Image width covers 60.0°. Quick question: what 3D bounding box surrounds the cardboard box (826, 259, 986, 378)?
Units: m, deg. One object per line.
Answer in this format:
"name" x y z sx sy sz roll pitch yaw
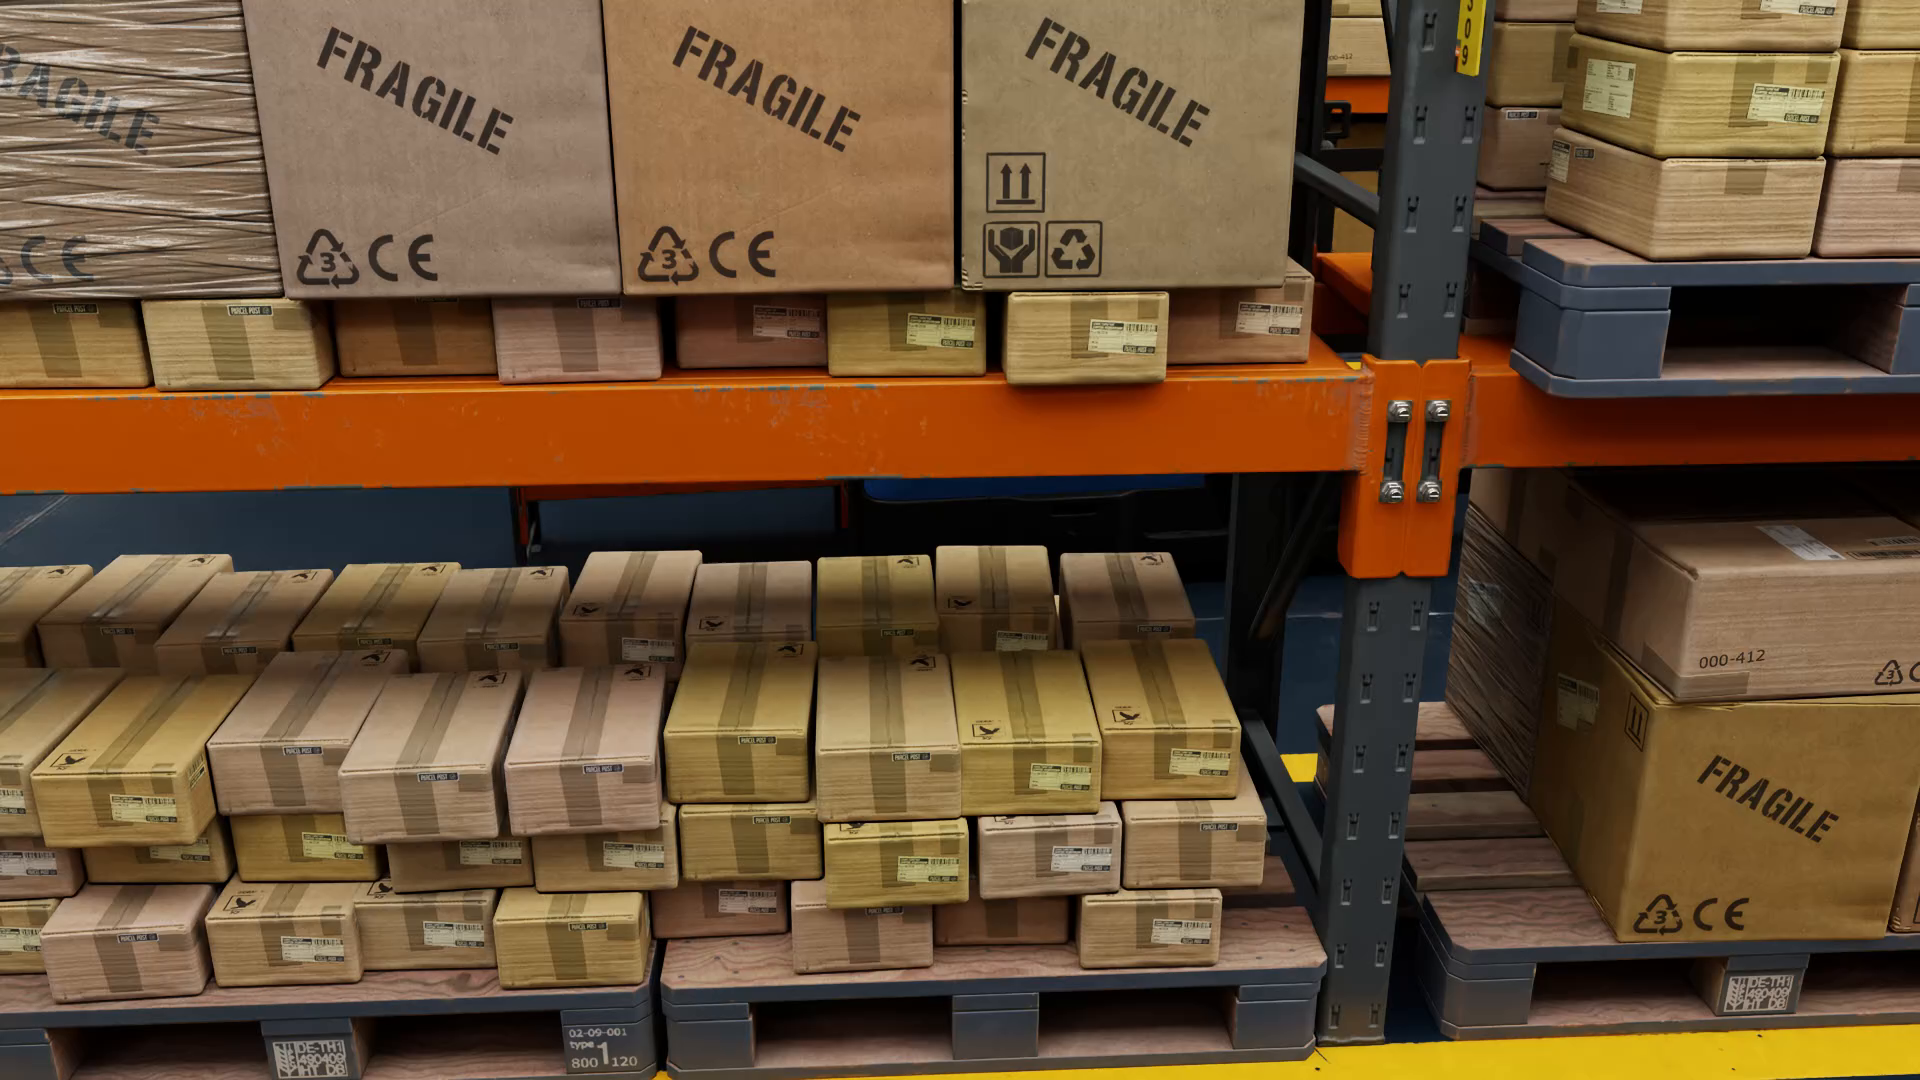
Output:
"cardboard box" -0.087 -0.394 2.793 0.250 0.149 0.380 0 21 -1

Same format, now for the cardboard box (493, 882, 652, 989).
"cardboard box" -0.699 0.658 3.094 0.250 0.149 0.380 -1 21 -3

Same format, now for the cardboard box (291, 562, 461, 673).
"cardboard box" -1.211 0.186 3.498 0.250 0.149 0.380 -1 21 -3

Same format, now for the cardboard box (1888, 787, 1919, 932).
"cardboard box" 1.987 0.411 3.248 0.500 0.500 0.500 0 21 -1

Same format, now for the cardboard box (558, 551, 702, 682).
"cardboard box" -0.695 0.160 3.566 0.250 0.149 0.380 -1 21 -2

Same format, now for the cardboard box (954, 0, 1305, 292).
"cardboard box" 0.239 -0.704 2.696 0.500 0.500 0.500 -1 21 -3

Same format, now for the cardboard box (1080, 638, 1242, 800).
"cardboard box" 0.366 0.329 3.121 0.250 0.149 0.380 -1 21 -2

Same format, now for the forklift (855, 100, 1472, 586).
"forklift" 1.131 -1.453 5.317 3.031 2.935 1.130 -3 21 -8

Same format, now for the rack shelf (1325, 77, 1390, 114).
"rack shelf" 2.319 -2.089 7.904 4.000 0.370 1.077 -1 21 -3

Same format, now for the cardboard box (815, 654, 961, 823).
"cardboard box" -0.135 0.356 3.050 0.250 0.149 0.380 -1 21 -4

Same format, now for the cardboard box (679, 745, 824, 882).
"cardboard box" -0.382 0.480 3.143 0.250 0.149 0.380 -1 21 -3

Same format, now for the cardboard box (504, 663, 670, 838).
"cardboard box" -0.664 0.372 3.008 0.250 0.149 0.380 -2 21 -6

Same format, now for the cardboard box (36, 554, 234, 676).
"cardboard box" -1.741 0.167 3.547 0.250 0.149 0.380 0 21 -1

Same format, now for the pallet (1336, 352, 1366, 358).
"pallet" 2.310 -1.150 8.344 1.213 0.211 1.003 -1 21 -3

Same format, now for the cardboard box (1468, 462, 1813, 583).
"cardboard box" 1.435 -0.112 3.568 0.500 0.250 0.500 -2 21 -4

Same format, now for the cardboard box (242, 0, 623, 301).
"cardboard box" -0.776 -0.684 2.644 0.500 0.500 0.500 -1 21 -3

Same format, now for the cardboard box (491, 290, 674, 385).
"cardboard box" -0.615 -0.381 2.760 0.250 0.149 0.380 -2 21 -5

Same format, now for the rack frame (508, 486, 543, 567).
"rack frame" -1.384 -0.431 5.171 0.032 1.125 0.500 -3 21 -8

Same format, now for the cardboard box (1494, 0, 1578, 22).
"cardboard box" 1.096 -1.063 3.123 0.250 0.149 0.380 0 21 -1

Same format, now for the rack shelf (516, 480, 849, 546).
"rack shelf" -0.882 -0.230 5.332 1.000 0.278 0.538 -3 21 -8

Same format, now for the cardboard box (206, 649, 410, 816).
"cardboard box" -1.186 0.348 3.071 0.250 0.149 0.380 -1 21 -3

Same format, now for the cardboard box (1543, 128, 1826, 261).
"cardboard box" 1.126 -0.552 2.618 0.250 0.149 0.380 -2 21 -6

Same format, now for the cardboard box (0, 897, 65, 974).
"cardboard box" -1.731 0.645 3.128 0.250 0.149 0.380 -1 21 -3

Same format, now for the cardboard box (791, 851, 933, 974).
"cardboard box" -0.190 0.641 3.139 0.250 0.149 0.380 -2 21 -5

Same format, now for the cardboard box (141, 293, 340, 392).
"cardboard box" -1.122 -0.365 2.716 0.250 0.149 0.380 -1 21 -2

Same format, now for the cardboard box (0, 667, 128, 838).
"cardboard box" -1.697 0.376 2.997 0.250 0.149 0.380 0 21 -1

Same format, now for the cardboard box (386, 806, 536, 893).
"cardboard box" -0.904 0.490 3.116 0.250 0.149 0.380 -2 21 -6

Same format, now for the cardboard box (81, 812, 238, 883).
"cardboard box" -1.443 0.483 3.136 0.250 0.149 0.380 0 21 0

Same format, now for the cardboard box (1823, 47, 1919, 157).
"cardboard box" 1.384 -0.697 2.580 0.250 0.149 0.380 -2 21 -4

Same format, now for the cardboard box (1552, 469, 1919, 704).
"cardboard box" 1.459 0.072 3.085 0.500 0.250 0.500 -2 21 -5

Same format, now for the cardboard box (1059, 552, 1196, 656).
"cardboard box" 0.350 0.163 3.557 0.250 0.149 0.380 0 21 -1

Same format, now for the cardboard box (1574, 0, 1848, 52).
"cardboard box" 1.126 -0.830 2.512 0.250 0.149 0.380 0 21 0

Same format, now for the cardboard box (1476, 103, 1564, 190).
"cardboard box" 1.091 -0.786 3.232 0.250 0.149 0.380 -2 21 -4

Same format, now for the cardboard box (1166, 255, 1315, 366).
"cardboard box" 0.434 -0.422 2.867 0.250 0.149 0.380 -1 21 -4

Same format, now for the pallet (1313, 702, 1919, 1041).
"pallet" 1.483 0.658 3.595 1.213 0.211 1.003 -1 21 -3

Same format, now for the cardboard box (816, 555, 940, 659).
"cardboard box" -0.178 0.170 3.538 0.250 0.149 0.380 -1 21 -4

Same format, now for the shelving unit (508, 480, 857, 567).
"shelving unit" -0.882 -0.459 5.245 1.048 1.125 0.538 -3 21 -8

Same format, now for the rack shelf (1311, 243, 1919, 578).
"rack shelf" 2.703 -0.333 3.290 4.000 0.370 1.077 -1 21 -3

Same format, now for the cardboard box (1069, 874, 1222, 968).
"cardboard box" 0.334 0.637 3.149 0.250 0.149 0.380 -1 21 -2

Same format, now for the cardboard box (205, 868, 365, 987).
"cardboard box" -1.202 0.656 3.099 0.250 0.149 0.380 -1 21 -3

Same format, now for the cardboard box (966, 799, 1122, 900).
"cardboard box" 0.140 0.498 3.096 0.250 0.149 0.380 -2 21 -6

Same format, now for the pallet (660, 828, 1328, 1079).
"pallet" 0.038 0.701 3.483 1.213 0.211 1.003 -1 21 -3

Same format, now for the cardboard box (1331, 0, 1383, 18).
"cardboard box" 1.802 -2.478 7.423 0.500 0.250 0.500 -1 21 -2
